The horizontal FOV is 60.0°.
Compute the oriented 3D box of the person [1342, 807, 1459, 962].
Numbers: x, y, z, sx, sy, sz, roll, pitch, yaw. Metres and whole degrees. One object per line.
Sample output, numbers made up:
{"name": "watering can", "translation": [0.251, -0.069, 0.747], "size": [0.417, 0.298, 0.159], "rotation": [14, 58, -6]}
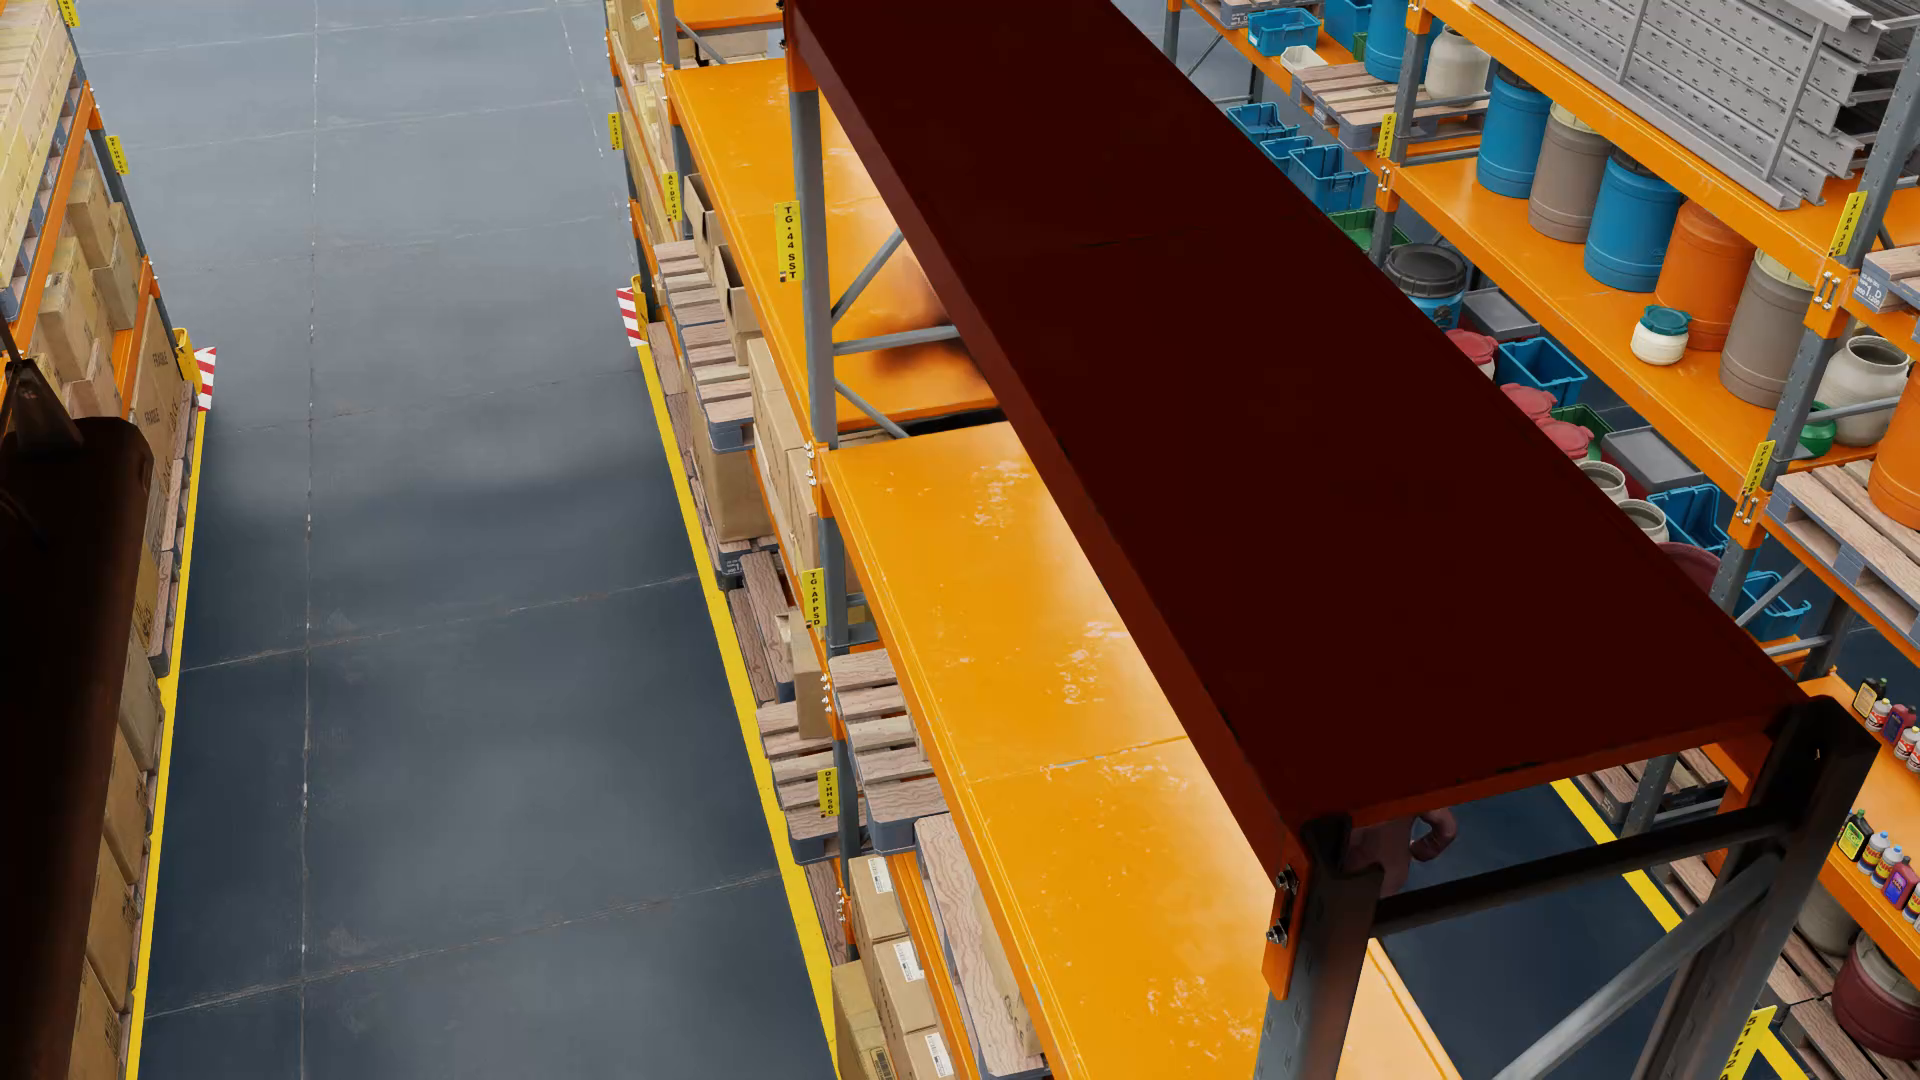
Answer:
{"name": "person", "translation": [2.265, 1.860, 9.050], "size": [0.649, 1.804, 1.026], "rotation": [-19, 42, -23]}
